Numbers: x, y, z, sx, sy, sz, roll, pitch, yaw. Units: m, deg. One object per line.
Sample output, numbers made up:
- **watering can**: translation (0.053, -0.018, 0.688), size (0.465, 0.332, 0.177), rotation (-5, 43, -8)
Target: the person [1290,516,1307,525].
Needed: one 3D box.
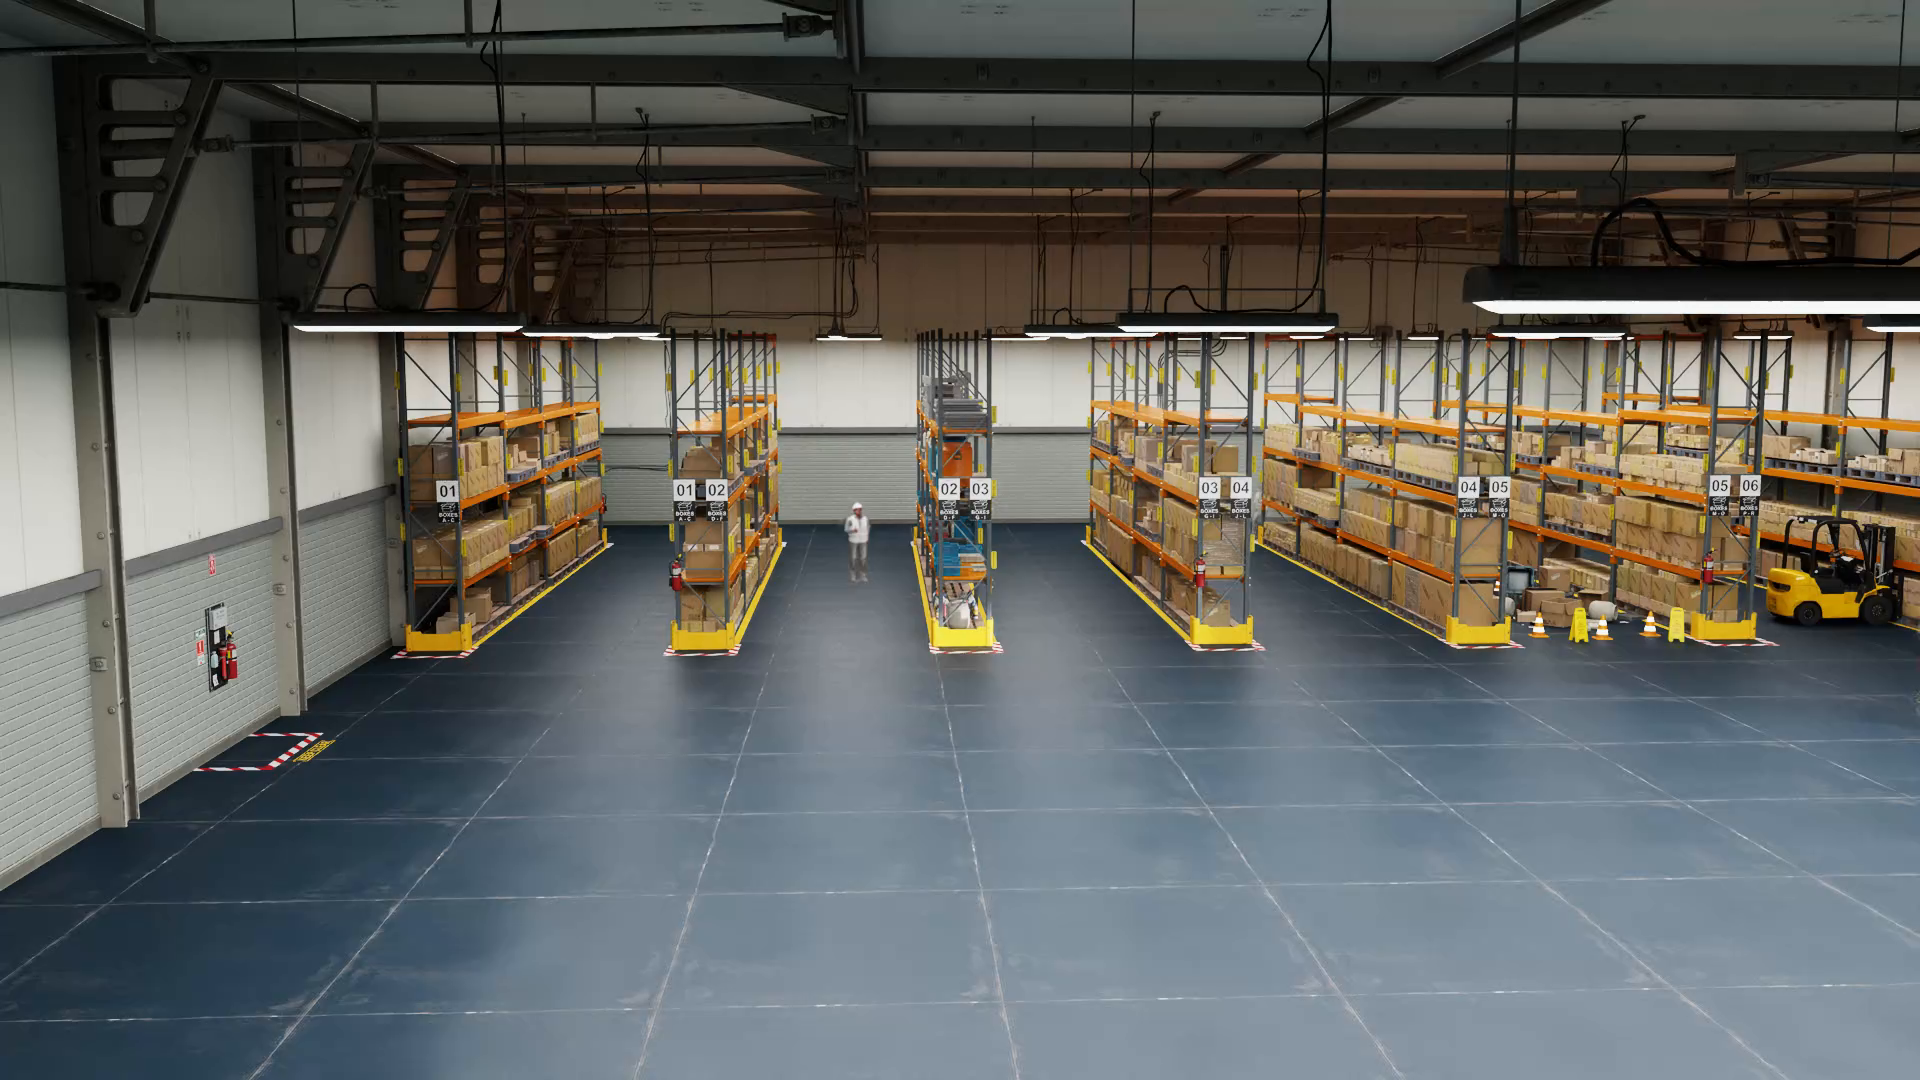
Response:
- **person**: translation (9.976, -0.894, 48.941), size (0.737, 1.756, 0.577), rotation (-5, 8, -36)

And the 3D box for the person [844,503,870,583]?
- **person**: translation (-2.315, 0.069, 37.940), size (0.661, 1.821, 0.846), rotation (-2, 7, -17)

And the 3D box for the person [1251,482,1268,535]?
- **person**: translation (8.846, -0.871, 48.941), size (0.777, 1.719, 0.677), rotation (-2, 7, -17)
